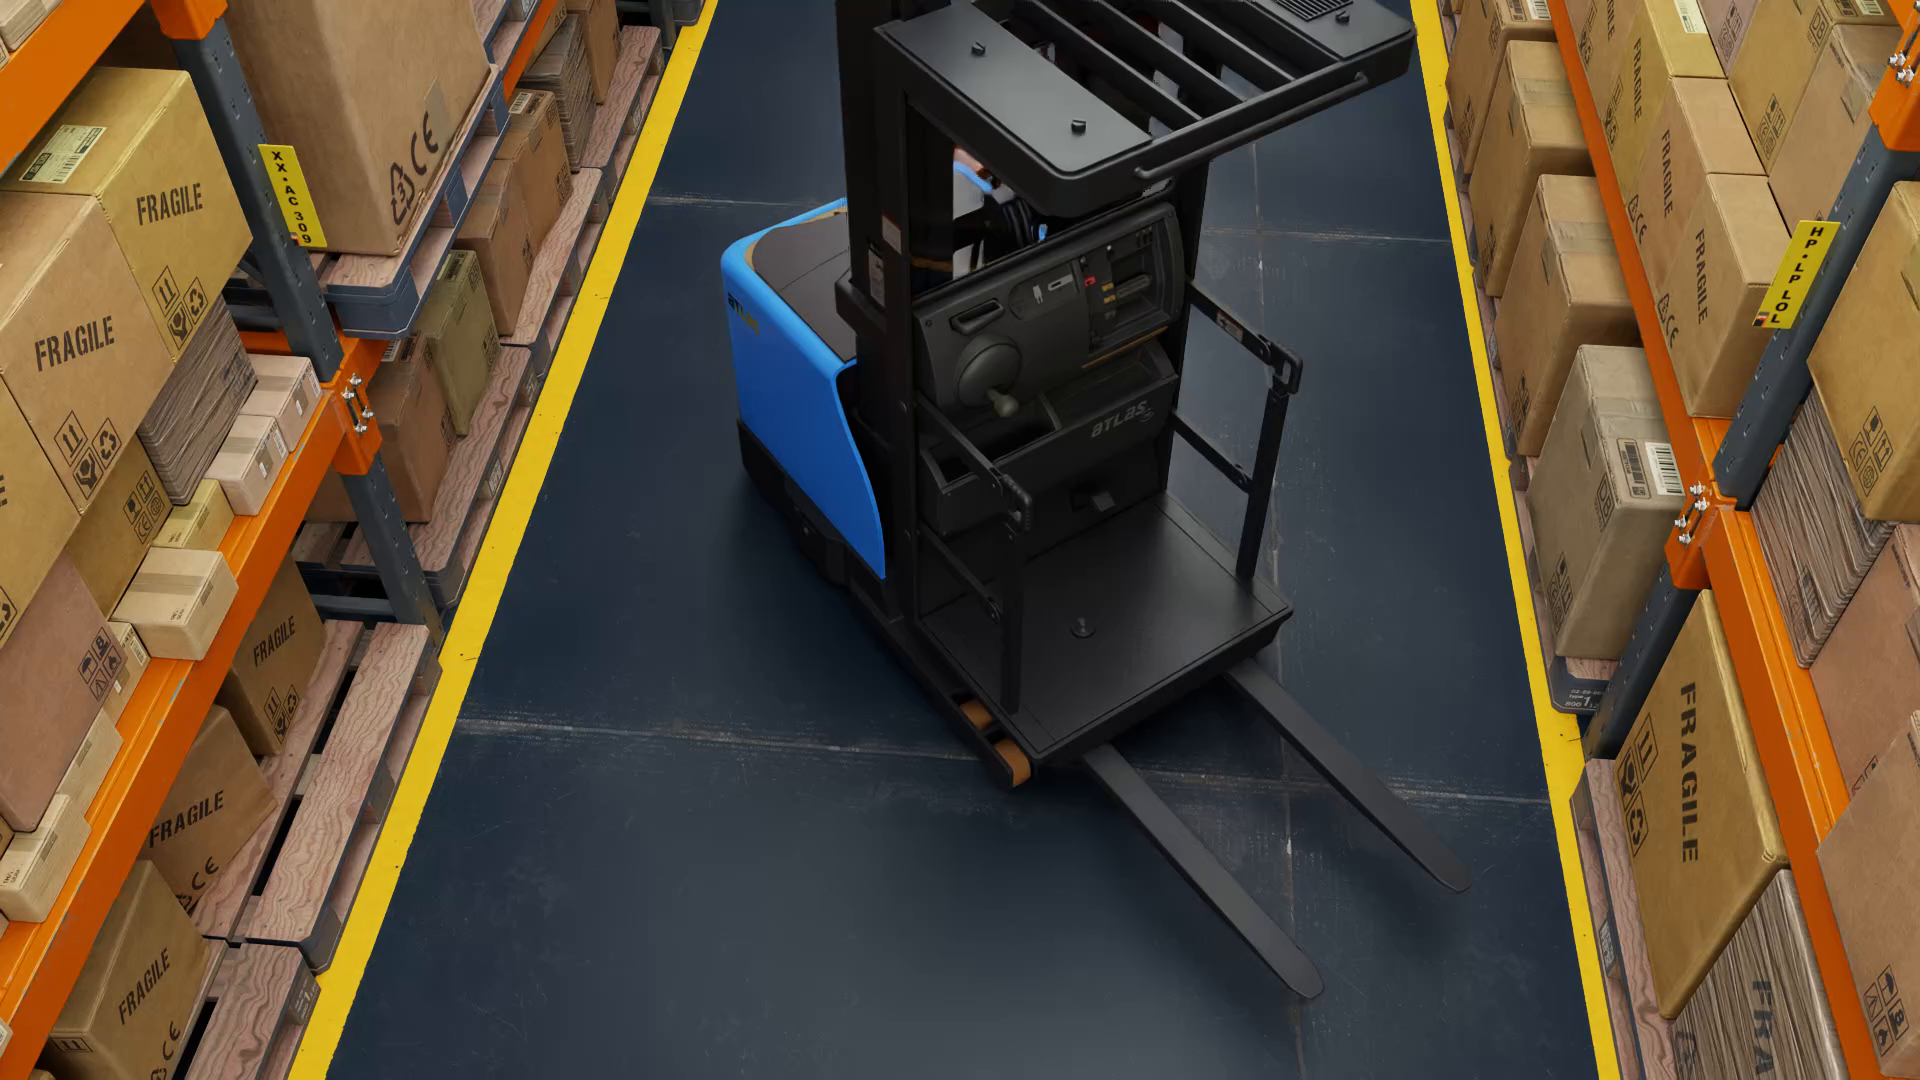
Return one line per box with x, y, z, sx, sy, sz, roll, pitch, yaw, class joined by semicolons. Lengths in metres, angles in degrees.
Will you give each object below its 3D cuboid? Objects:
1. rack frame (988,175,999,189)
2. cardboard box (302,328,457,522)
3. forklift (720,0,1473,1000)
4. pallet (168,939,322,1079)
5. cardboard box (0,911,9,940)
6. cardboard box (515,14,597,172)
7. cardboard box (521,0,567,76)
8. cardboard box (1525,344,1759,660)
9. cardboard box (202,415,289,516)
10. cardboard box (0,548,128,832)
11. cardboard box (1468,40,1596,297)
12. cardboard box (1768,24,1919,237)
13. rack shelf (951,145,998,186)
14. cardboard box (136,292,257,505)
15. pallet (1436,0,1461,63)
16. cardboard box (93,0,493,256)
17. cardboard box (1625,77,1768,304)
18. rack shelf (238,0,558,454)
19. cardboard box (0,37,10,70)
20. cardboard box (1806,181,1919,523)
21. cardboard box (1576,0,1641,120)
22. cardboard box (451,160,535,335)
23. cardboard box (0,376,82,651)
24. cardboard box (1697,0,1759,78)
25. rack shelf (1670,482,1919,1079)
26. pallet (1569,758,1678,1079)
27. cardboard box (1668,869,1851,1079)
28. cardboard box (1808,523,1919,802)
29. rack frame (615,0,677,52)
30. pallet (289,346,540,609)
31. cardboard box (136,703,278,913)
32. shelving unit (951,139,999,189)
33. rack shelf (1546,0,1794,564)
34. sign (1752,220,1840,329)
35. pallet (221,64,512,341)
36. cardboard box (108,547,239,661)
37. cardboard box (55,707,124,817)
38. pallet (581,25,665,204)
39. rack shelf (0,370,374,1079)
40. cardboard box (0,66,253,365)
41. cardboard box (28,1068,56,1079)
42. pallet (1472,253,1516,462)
0.060;-1.417;6.733;0.240;1.200;0.015;33;55;26;rack frame
-2.260;-0.416;5.994;0.700;0.500;0.500;1;48;1;cardboard box
0.410;-0.582;4.796;1.130;2.935;3.031;-27;53;-23;forklift
-2.472;1.674;4.576;1.003;0.211;1.213;4;48;4;pallet
-2.315;0.881;3.582;0.380;0.149;0.250;4;48;4;cardboard box
-2.052;-2.004;7.446;0.700;0.500;0.500;0;48;0;cardboard box
-2.042;-2.274;7.185;0.500;0.250;0.500;9;48;8;cardboard box
2.559;-0.098;5.547;1.050;0.750;0.750;4;48;3;cardboard box
-2.097;-0.216;4.585;0.380;0.149;0.250;4;48;4;cardboard box
-2.466;0.270;3.701;0.875;0.500;0.500;4;48;4;cardboard box
2.736;-1.492;6.821;1.050;0.750;0.750;5;48;4;cardboard box
2.632;-0.990;4.378;0.700;0.500;0.500;3;48;3;cardboard box
-0.100;-1.387;6.493;0.258;0.148;0.480;33;55;26;rack shelf
-2.440;-0.469;4.377;0.875;0.500;0.500;4;48;4;cardboard box
3.030;-2.826;8.692;1.003;0.211;1.213;4;48;4;pallet
-2.126;-1.580;4.971;1.000;1.000;1.000;4;48;4;cardboard box
2.420;-1.060;5.119;0.500;0.500;0.500;3;48;3;cardboard box
-2.155;-1.888;6.432;1.077;0.370;4.000;4;48;4;rack shelf
-2.177;-0.888;3.098;0.500;0.250;0.500;5;48;5;cardboard box
2.525;-0.400;3.750;0.875;0.550;0.550;4;48;4;cardboard box
2.510;-1.805;5.800;0.500;0.500;0.500;3;48;3;cardboard box
-2.147;-1.177;6.689;0.700;0.500;0.500;0;48;0;cardboard box
-2.195;-0.049;3.315;0.500;0.500;0.500;4;48;4;cardboard box
2.723;-1.740;5.063;0.700;0.500;0.500;4;48;4;cardboard box
2.410;1.459;3.371;1.077;0.370;4.000;4;48;4;rack shelf
2.445;1.241;4.972;1.003;0.211;1.213;4;48;4;pallet
2.387;1.442;4.054;0.875;0.875;0.875;4;48;4;cardboard box
2.543;0.373;3.774;0.875;0.550;0.550;4;48;4;cardboard box
-1.973;-3.601;7.511;1.000;3.000;0.127;4;48;4;rack frame
-2.268;-0.293;6.375;1.003;0.211;1.213;4;48;4;pallet
-2.459;0.753;4.938;0.500;0.500;0.500;18;50;16;cardboard box
-0.100;-1.281;6.609;0.258;1.200;0.503;33;55;26;shelving unit
2.775;-1.481;6.059;1.077;0.370;4.000;4;48;4;rack shelf
2.051;-0.647;4.078;0.100;0.325;0.005;4;48;4;sign
-2.123;-1.149;5.398;1.003;0.211;1.213;4;48;4;pallet
-2.091;0.155;4.246;0.380;0.149;0.250;4;48;4;cardboard box
-2.228;0.516;3.915;0.380;0.149;0.250;4;48;4;cardboard box
-2.046;-2.086;8.015;1.003;0.211;1.213;4;48;4;pallet
-2.520;1.051;3.744;1.077;0.370;4.000;4;48;4;rack shelf
-2.105;-0.784;3.987;0.500;0.500;0.500;4;48;4;cardboard box
-2.532;1.622;4.144;0.500;0.500;0.500;8;48;7;cardboard box
2.696;-0.784;6.824;1.003;0.211;1.213;4;48;4;pallet
